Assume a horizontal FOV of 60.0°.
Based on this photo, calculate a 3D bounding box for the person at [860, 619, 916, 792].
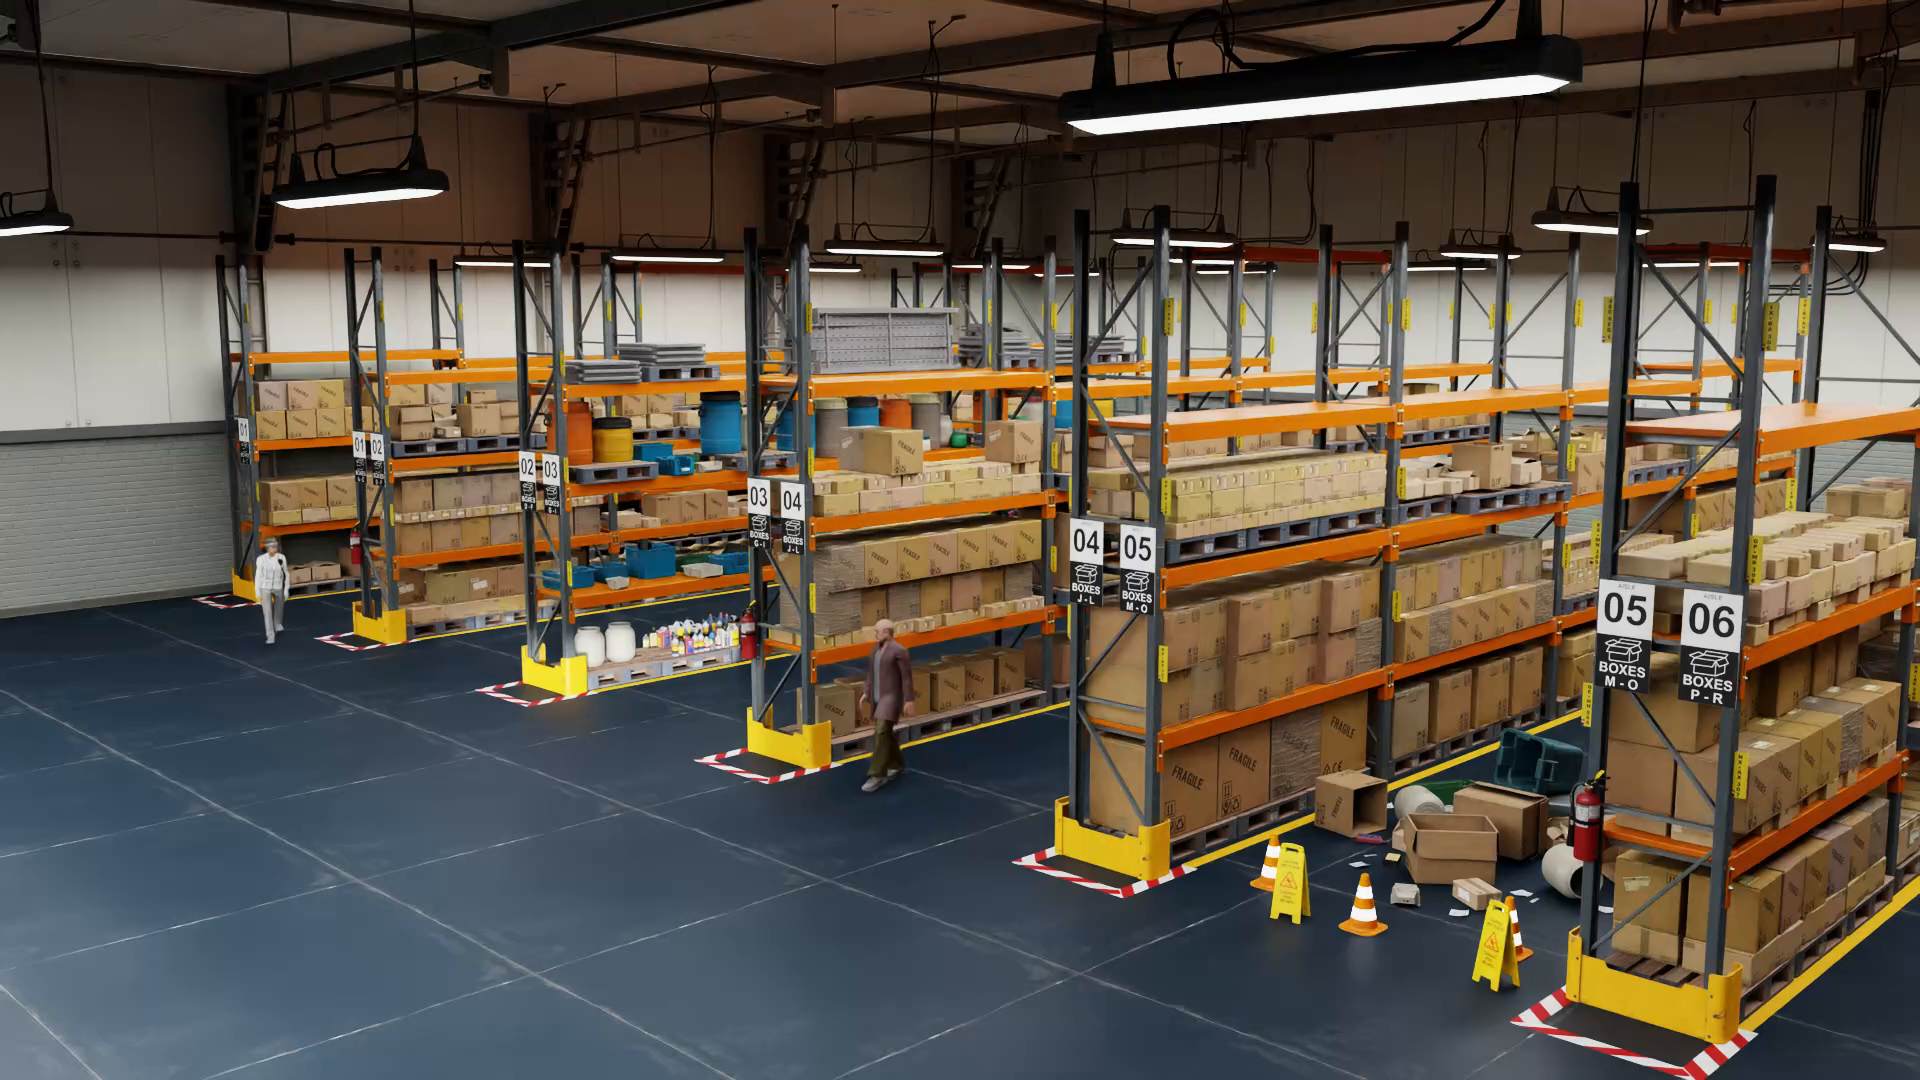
[{"bbox_3d":[-0.887,1.753,17.948,0.813,1.777,0.659,-6,10,-37],"label":"person"}]

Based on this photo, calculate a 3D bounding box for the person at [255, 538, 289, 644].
[{"bbox_3d":[-10.598,0.742,25.621,0.501,1.611,1.058,-4,9,-26],"label":"person"}]
